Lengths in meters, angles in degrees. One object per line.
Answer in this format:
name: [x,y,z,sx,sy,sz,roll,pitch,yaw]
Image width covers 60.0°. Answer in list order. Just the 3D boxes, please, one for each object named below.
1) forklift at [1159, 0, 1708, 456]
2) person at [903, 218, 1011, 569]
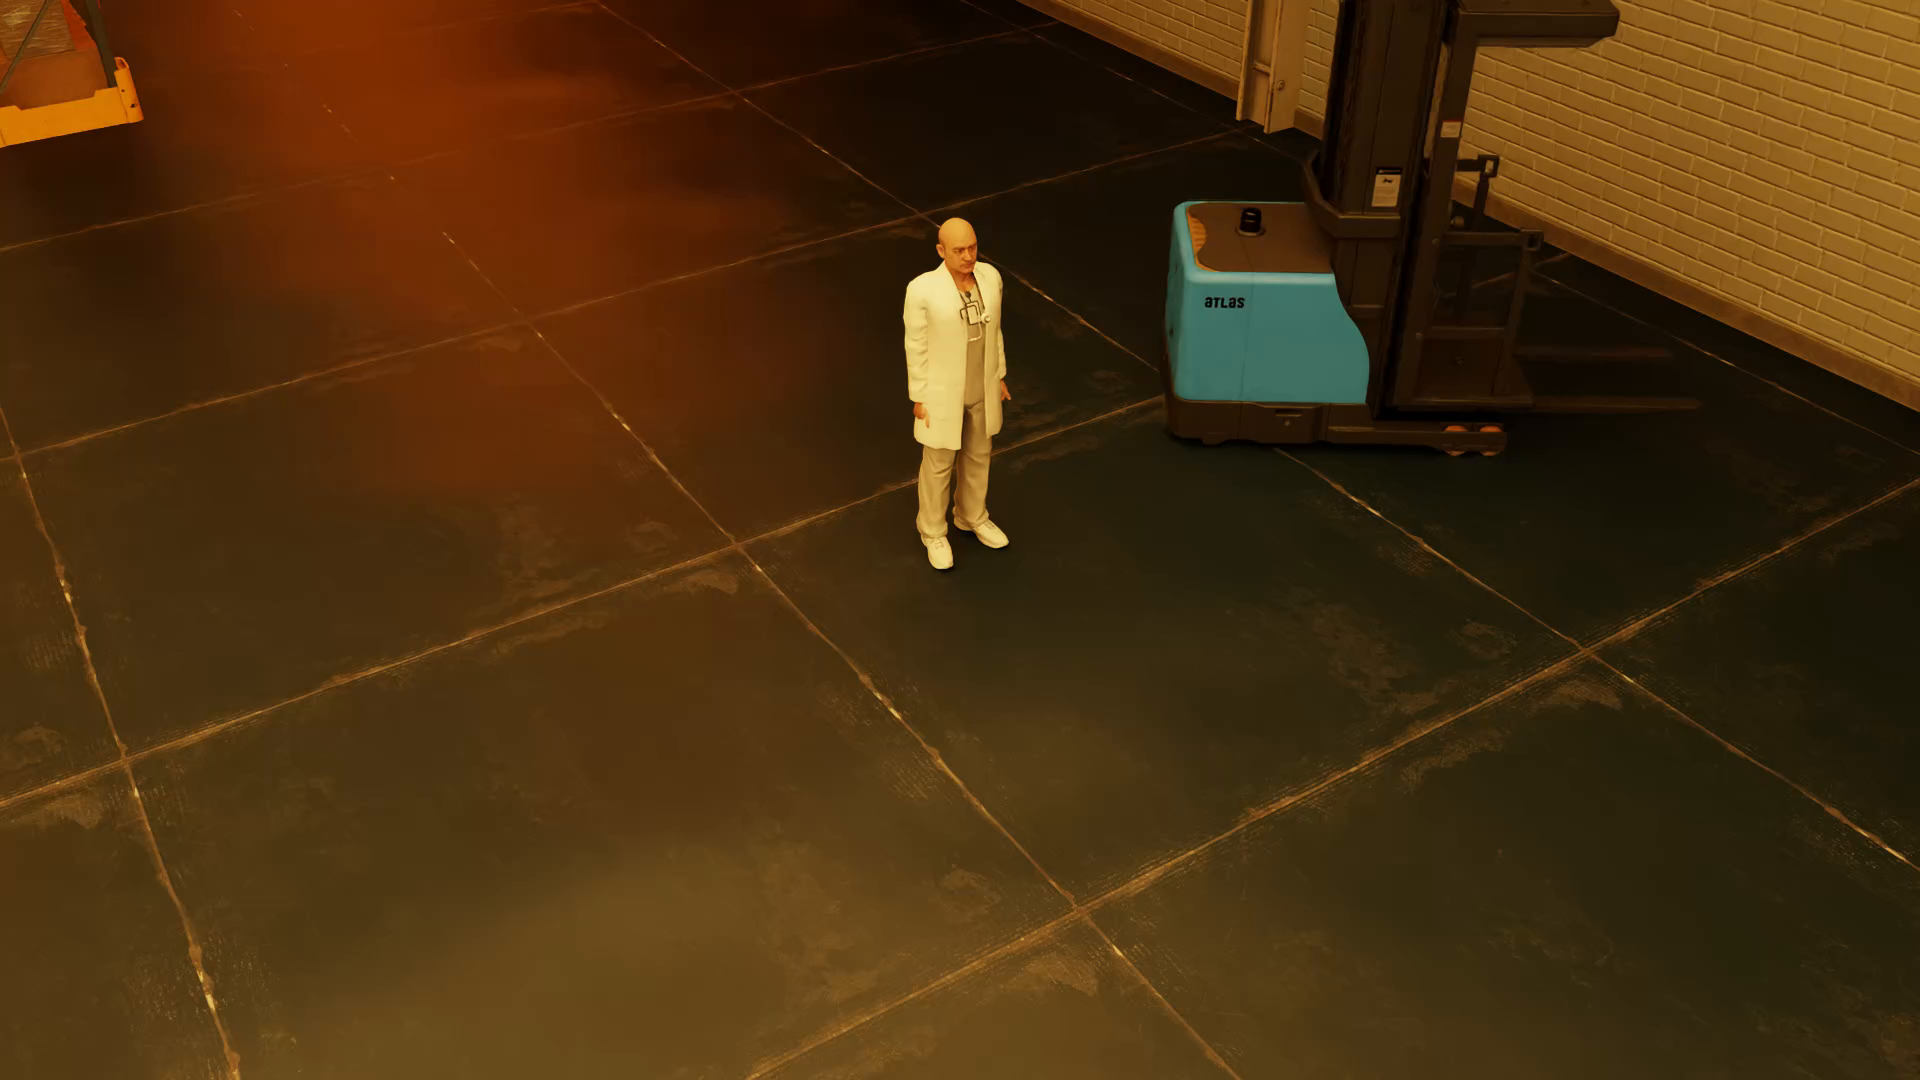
forklift: [2.720,-1.987,8.976,3.031,2.935,1.130,1,35,2]
person: [0.020,-0.723,8.177,0.551,1.782,0.389,-21,40,-27]
